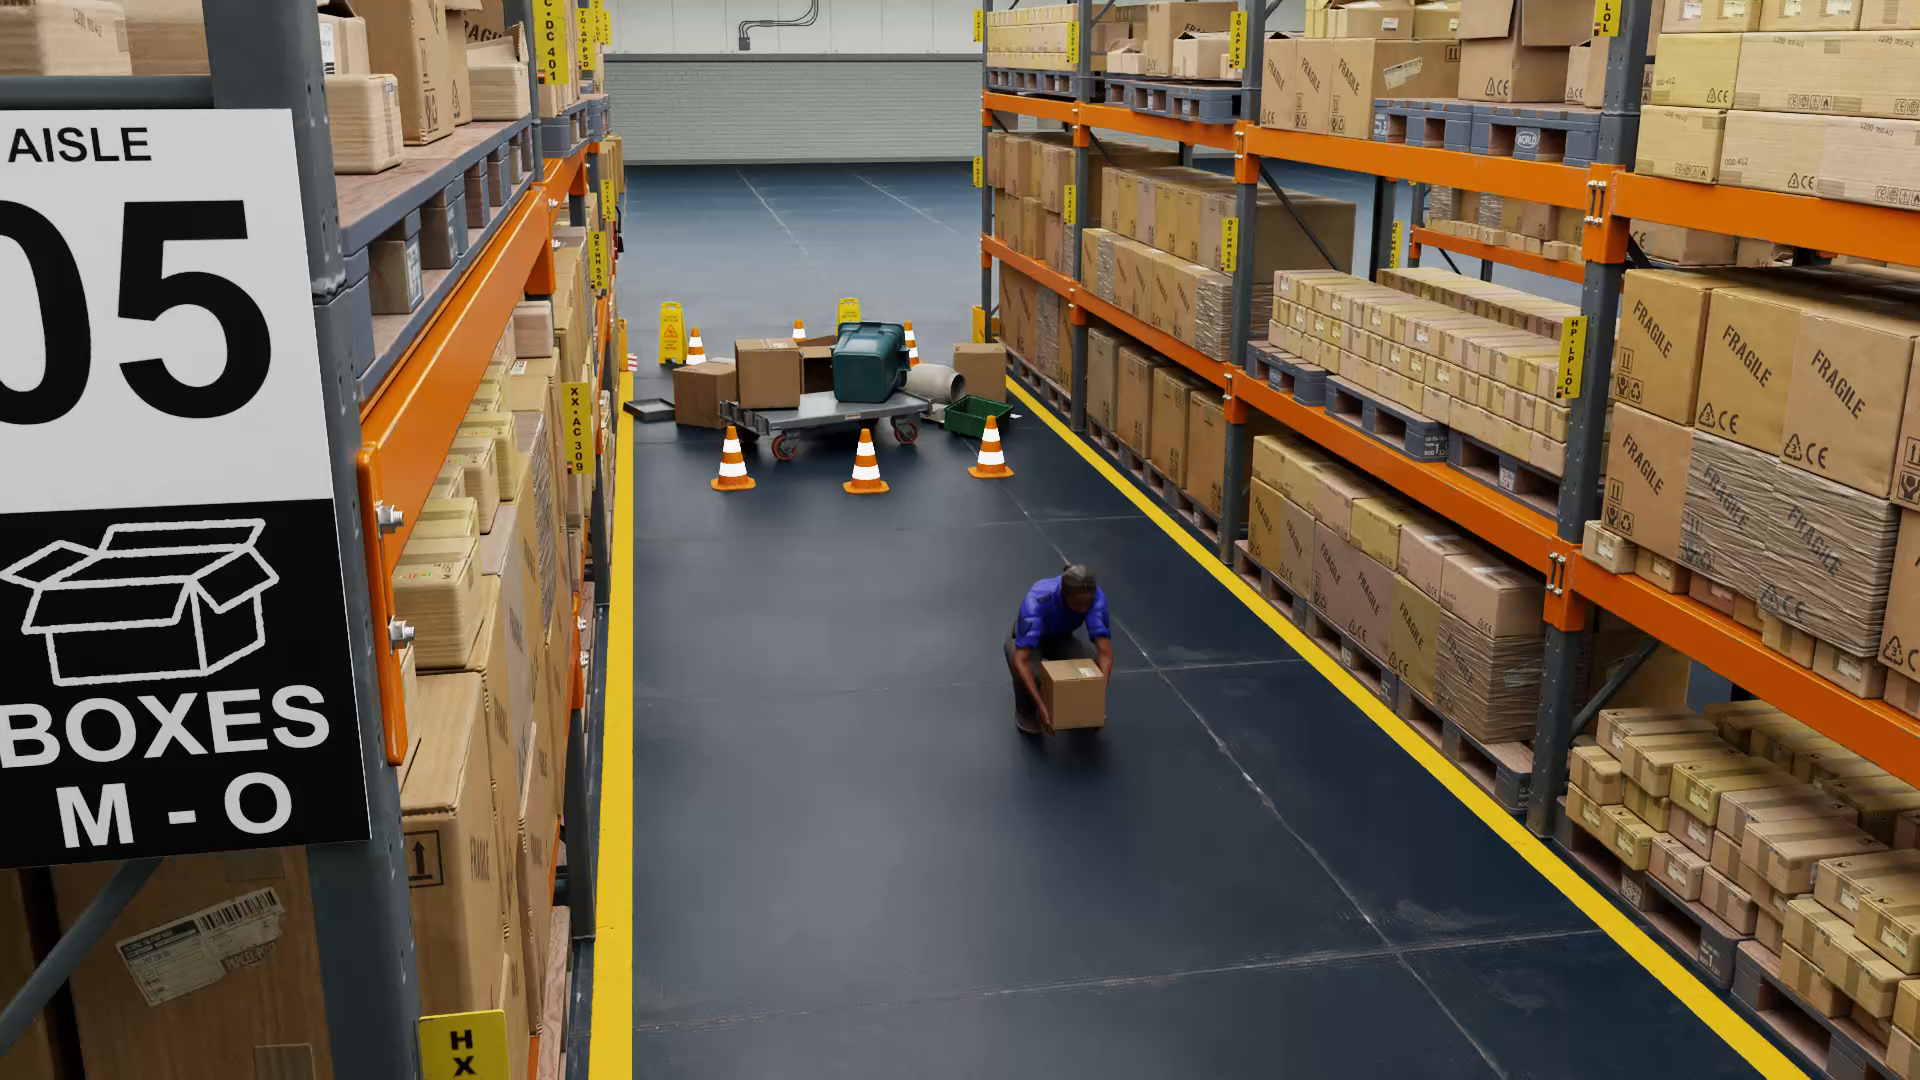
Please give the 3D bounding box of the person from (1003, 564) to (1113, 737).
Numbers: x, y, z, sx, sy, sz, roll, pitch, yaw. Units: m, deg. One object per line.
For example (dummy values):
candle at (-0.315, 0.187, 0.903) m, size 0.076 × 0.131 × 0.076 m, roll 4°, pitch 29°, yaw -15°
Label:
person at (0.468, 0.512, 8.135) m, size 0.498 × 0.925 × 0.819 m, roll -3°, pitch 17°, yaw -11°
